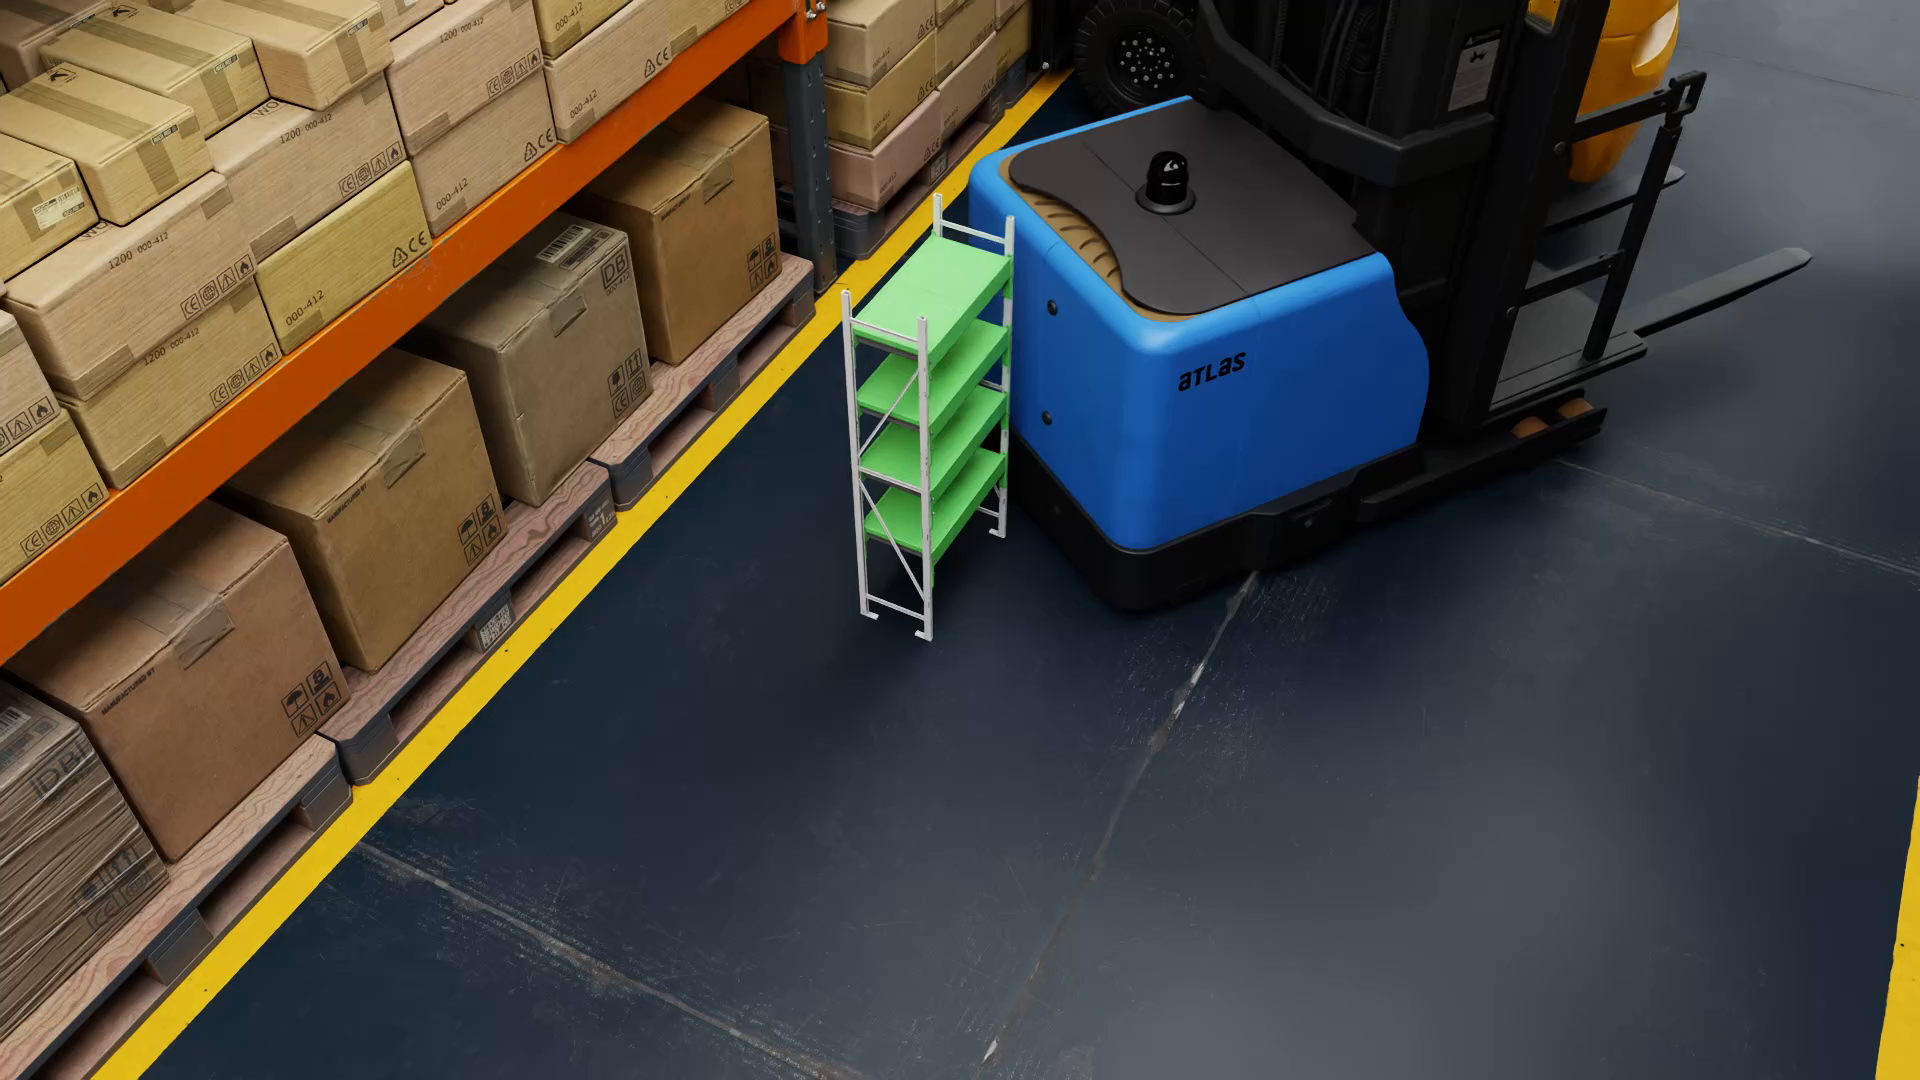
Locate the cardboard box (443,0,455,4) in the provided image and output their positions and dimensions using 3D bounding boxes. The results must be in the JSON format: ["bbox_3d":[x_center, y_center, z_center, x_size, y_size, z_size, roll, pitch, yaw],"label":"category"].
[{"bbox_3d":[-1.335,-1.472,4.069,0.380,0.149,0.250,19,48,18],"label":"cardboard box"}]

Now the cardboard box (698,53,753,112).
[{"bbox_3d":[-0.883,-1.888,6.293,0.500,0.250,0.500,19,48,18],"label":"cardboard box"}]

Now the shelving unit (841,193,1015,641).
[{"bbox_3d":[-0.077,-0.317,4.720,0.258,1.200,0.503,20,49,19],"label":"shelving unit"}]

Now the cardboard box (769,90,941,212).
[{"bbox_3d":[-0.409,-1.533,6.294,0.500,0.250,0.500,21,49,19],"label":"cardboard box"}]

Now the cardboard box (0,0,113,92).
[{"bbox_3d":[-2.117,-1.145,3.746,0.380,0.149,0.250,22,49,20],"label":"cardboard box"}]

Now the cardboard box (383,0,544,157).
[{"bbox_3d":[-1.403,-1.239,4.120,0.500,0.250,0.500,21,49,20],"label":"cardboard box"}]

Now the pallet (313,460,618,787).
[{"bbox_3d":[-1.800,0.072,5.030,1.003,0.211,1.213,20,49,19],"label":"pallet"}]

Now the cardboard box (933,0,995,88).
[{"bbox_3d":[-0.197,-2.034,6.438,0.500,0.250,0.500,20,49,19],"label":"cardboard box"}]

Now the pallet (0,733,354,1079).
[{"bbox_3d":[-2.367,0.838,4.273,1.003,0.211,1.213,20,49,19],"label":"pallet"}]

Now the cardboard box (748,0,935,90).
[{"bbox_3d":[-0.425,-1.890,5.944,0.500,0.250,0.500,20,49,18],"label":"cardboard box"}]

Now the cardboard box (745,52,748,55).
[{"bbox_3d":[-0.870,-2.063,6.115,0.500,0.250,0.500,21,49,20],"label":"cardboard box"}]

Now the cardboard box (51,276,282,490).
[{"bbox_3d":[-1.891,-0.425,3.666,0.500,0.250,0.500,19,48,18],"label":"cardboard box"}]

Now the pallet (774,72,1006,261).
[{"bbox_3d":[-0.521,-1.663,6.746,1.003,0.211,1.213,20,49,19],"label":"pallet"}]

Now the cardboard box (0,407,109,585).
[{"bbox_3d":[-2.124,-0.098,3.343,0.500,0.250,0.500,19,48,18],"label":"cardboard box"}]

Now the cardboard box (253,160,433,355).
[{"bbox_3d":[-1.648,-0.751,3.989,0.500,0.250,0.500,22,49,20],"label":"cardboard box"}]

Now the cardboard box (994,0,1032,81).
[{"bbox_3d":[0.037,-2.187,6.940,0.500,0.250,0.500,21,49,20],"label":"cardboard box"}]

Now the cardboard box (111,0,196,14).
[{"bbox_3d":[-2.029,-1.324,3.923,0.380,0.149,0.250,21,49,19],"label":"cardboard box"}]

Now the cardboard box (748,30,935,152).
[{"bbox_3d":[-0.429,-1.716,6.124,0.500,0.250,0.500,20,49,19],"label":"cardboard box"}]

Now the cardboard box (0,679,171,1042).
[{"bbox_3d":[-2.482,0.662,3.861,0.875,0.625,0.625,22,49,20],"label":"cardboard box"}]

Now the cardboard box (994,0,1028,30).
[{"bbox_3d":[0.046,-2.347,6.747,0.500,0.250,0.500,20,49,19],"label":"cardboard box"}]

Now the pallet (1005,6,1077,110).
[{"bbox_3d":[0.044,-2.435,7.508,1.003,0.211,1.213,20,49,19],"label":"pallet"}]

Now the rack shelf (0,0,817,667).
[{"bbox_3d":[-1.856,-0.644,4.283,1.077,0.370,4.000,20,49,19],"label":"rack shelf"}]

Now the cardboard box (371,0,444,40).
[{"bbox_3d":[-1.456,-1.316,3.916,0.380,0.149,0.250,21,49,19],"label":"cardboard box"}]

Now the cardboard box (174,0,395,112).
[{"bbox_3d":[-1.510,-1.124,3.725,0.380,0.149,0.250,19,48,18],"label":"cardboard box"}]

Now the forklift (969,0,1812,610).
[{"bbox_3d":[1.556,-1.583,4.754,3.031,2.935,1.130,-21,49,-19],"label":"forklift"}]

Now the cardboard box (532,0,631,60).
[{"bbox_3d":[-1.161,-1.559,4.436,0.500,0.250,0.500,19,48,18],"label":"cardboard box"}]

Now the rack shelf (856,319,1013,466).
[{"bbox_3d":[-0.077,-0.441,4.595,0.258,0.148,0.480,20,49,19],"label":"rack shelf"}]

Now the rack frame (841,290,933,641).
[{"bbox_3d":[-0.190,-0.164,4.568,0.240,1.200,0.015,20,49,19],"label":"rack frame"}]

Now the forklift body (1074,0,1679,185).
[{"bbox_3d":[1.665,-2.581,6.289,2.313,2.155,1.214,20,49,19],"label":"forklift body"}]

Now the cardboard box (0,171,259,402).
[{"bbox_3d":[-1.869,-0.597,3.485,0.500,0.250,0.500,19,48,18],"label":"cardboard box"}]

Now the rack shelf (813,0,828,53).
[{"bbox_3d":[0.001,-3.164,6.773,1.077,0.370,4.000,20,49,19],"label":"rack shelf"}]

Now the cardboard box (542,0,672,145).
[{"bbox_3d":[-1.158,-1.381,4.612,0.500,0.250,0.500,20,49,19],"label":"cardboard box"}]

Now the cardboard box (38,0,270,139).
[{"bbox_3d":[-1.750,-1.016,3.618,0.380,0.149,0.250,20,49,19],"label":"cardboard box"}]

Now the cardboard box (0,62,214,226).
[{"bbox_3d":[-1.785,-0.820,3.425,0.380,0.149,0.250,21,49,20],"label":"cardboard box"}]

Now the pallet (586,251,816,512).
[{"bbox_3d":[-1.235,-0.699,5.793,1.003,0.211,1.213,20,49,19],"label":"pallet"}]

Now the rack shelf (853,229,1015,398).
[{"bbox_3d":[-0.077,-0.610,4.424,0.258,0.148,0.480,20,49,19],"label":"rack shelf"}]

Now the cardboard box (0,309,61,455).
[{"bbox_3d":[-2.128,-0.274,3.165,0.500,0.250,0.500,22,49,20],"label":"cardboard box"}]

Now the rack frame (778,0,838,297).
[{"bbox_3d":[-0.927,-2.156,5.272,1.000,3.000,0.127,20,49,19],"label":"rack frame"}]

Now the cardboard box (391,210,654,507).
[{"bbox_3d":[-1.526,-0.651,5.158,0.875,0.625,0.625,20,49,19],"label":"cardboard box"}]

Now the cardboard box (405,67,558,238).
[{"bbox_3d":[-1.415,-1.079,4.313,0.500,0.250,0.500,21,49,19],"label":"cardboard box"}]

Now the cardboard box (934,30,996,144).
[{"bbox_3d":[-0.187,-1.858,6.615,0.500,0.250,0.500,19,48,18],"label":"cardboard box"}]

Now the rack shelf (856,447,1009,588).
[{"bbox_3d":[-0.077,-0.104,4.936,0.258,0.148,0.480,20,49,19],"label":"rack shelf"}]

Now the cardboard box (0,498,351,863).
[{"bbox_3d":[-2.186,0.248,4.270,0.875,0.625,0.625,22,49,20],"label":"cardboard box"}]

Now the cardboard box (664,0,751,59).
[{"bbox_3d":[-0.929,-1.700,4.927,0.500,0.250,0.500,22,49,20],"label":"cardboard box"}]

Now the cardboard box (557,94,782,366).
[{"bbox_3d":[-1.159,-1.137,5.639,0.875,0.625,0.625,23,50,21],"label":"cardboard box"}]

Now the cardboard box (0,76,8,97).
[{"bbox_3d":[-2.331,-1.018,3.620,0.380,0.149,0.250,20,49,18],"label":"cardboard box"}]

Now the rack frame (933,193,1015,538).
[{"bbox_3d":[0.036,-0.471,4.872,0.240,1.200,0.015,20,49,19],"label":"rack frame"}]

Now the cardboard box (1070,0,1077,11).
[{"bbox_3d":[0.291,-2.500,7.250,0.500,0.250,0.500,22,49,20],"label":"cardboard box"}]

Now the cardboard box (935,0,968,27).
[{"bbox_3d":[-0.178,-2.209,6.259,0.500,0.250,0.500,21,49,19],"label":"cardboard box"}]

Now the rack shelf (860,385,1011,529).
[{"bbox_3d":[-0.077,-0.273,4.766,0.258,0.148,0.480,20,49,19],"label":"rack shelf"}]

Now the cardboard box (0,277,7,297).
[{"bbox_3d":[-2.046,-0.511,3.120,0.380,0.149,0.250,21,49,19],"label":"cardboard box"}]

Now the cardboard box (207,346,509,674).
[{"bbox_3d":[-1.874,-0.176,4.690,0.875,0.625,0.625,19,48,17],"label":"cardboard box"}]

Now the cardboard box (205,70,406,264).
[{"bbox_3d":[-1.654,-0.927,3.812,0.500,0.250,0.500,21,49,20],"label":"cardboard box"}]

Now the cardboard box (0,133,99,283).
[{"bbox_3d":[-1.955,-0.679,3.286,0.380,0.149,0.250,21,49,19],"label":"cardboard box"}]
